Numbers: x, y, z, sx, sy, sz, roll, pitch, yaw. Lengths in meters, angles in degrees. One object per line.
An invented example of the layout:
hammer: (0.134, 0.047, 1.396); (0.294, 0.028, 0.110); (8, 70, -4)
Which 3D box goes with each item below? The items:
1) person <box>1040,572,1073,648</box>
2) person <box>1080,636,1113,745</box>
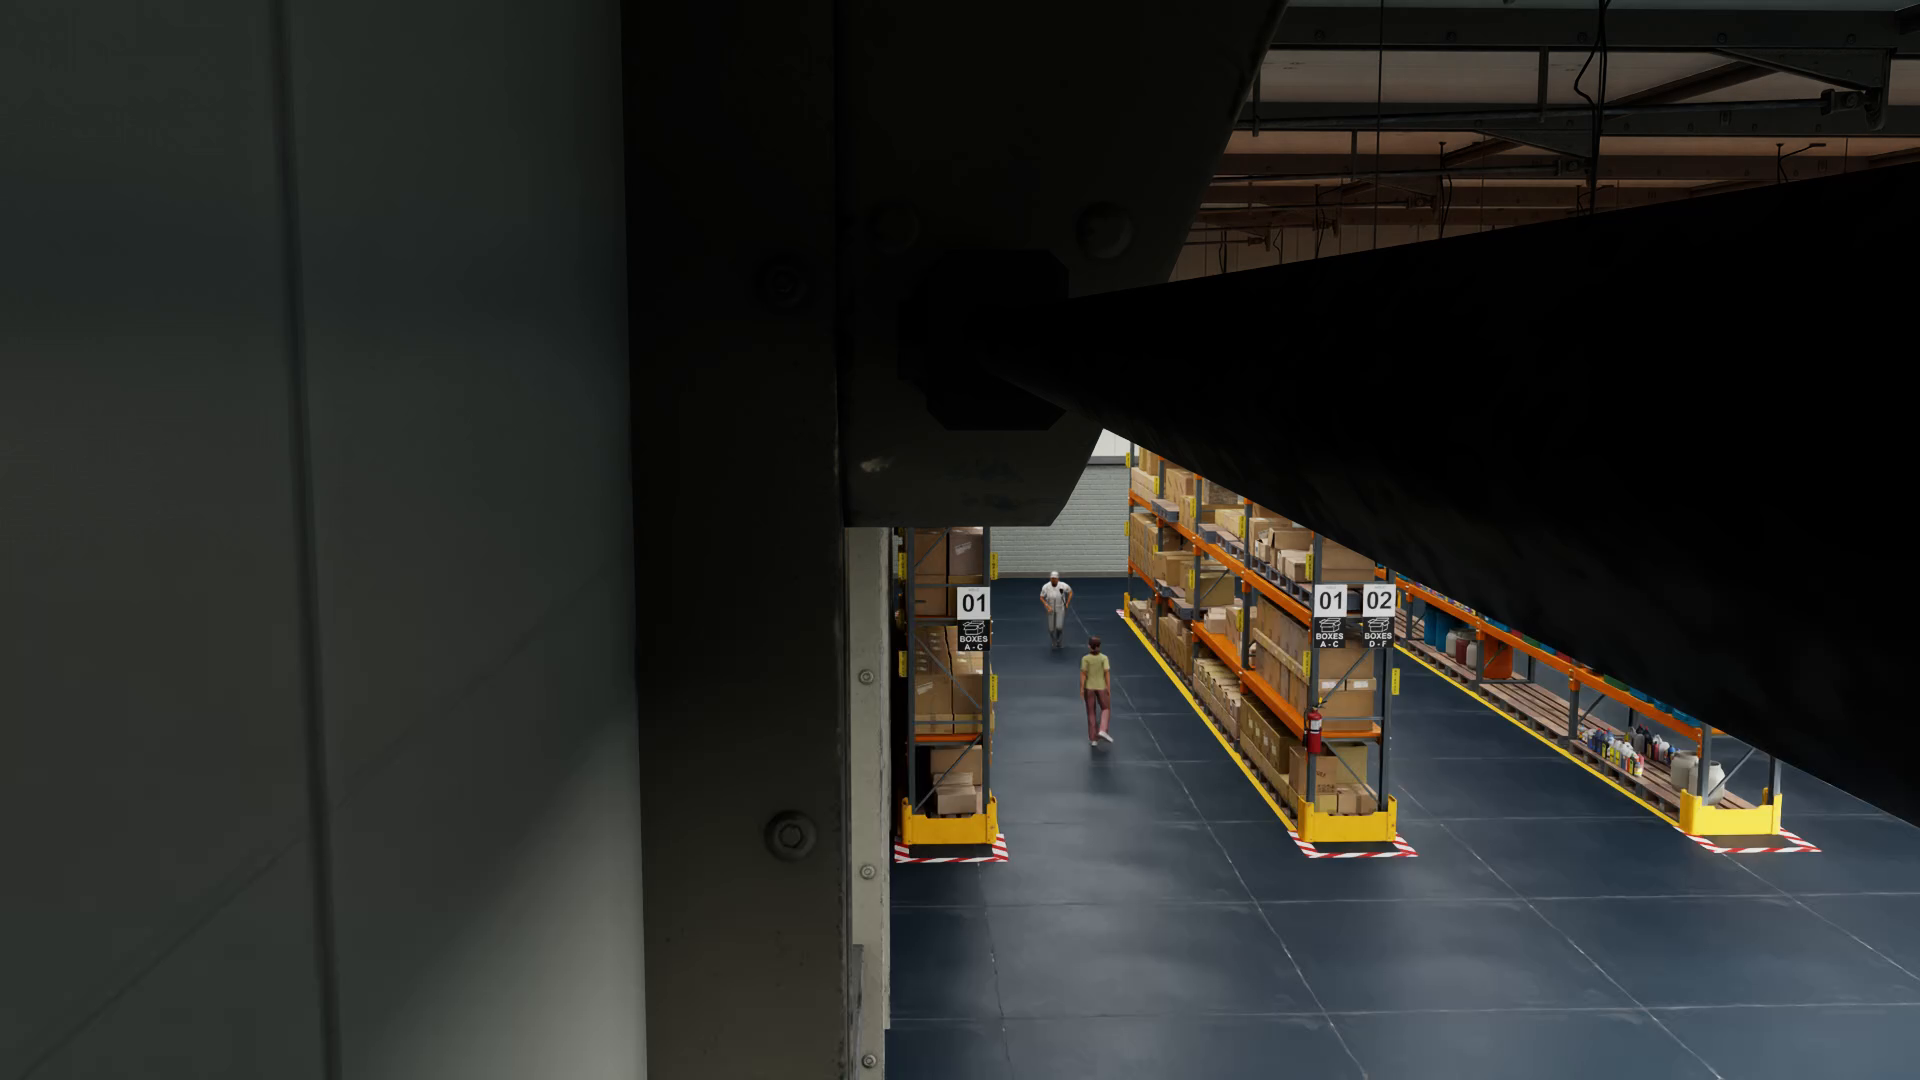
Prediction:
person: (1.894, 1.376, 32.628); (0.634, 1.580, 0.749); (1, 7, 9)
person: (2.064, 2.289, 25.174); (0.500, 1.670, 0.502); (0, 7, 1)
